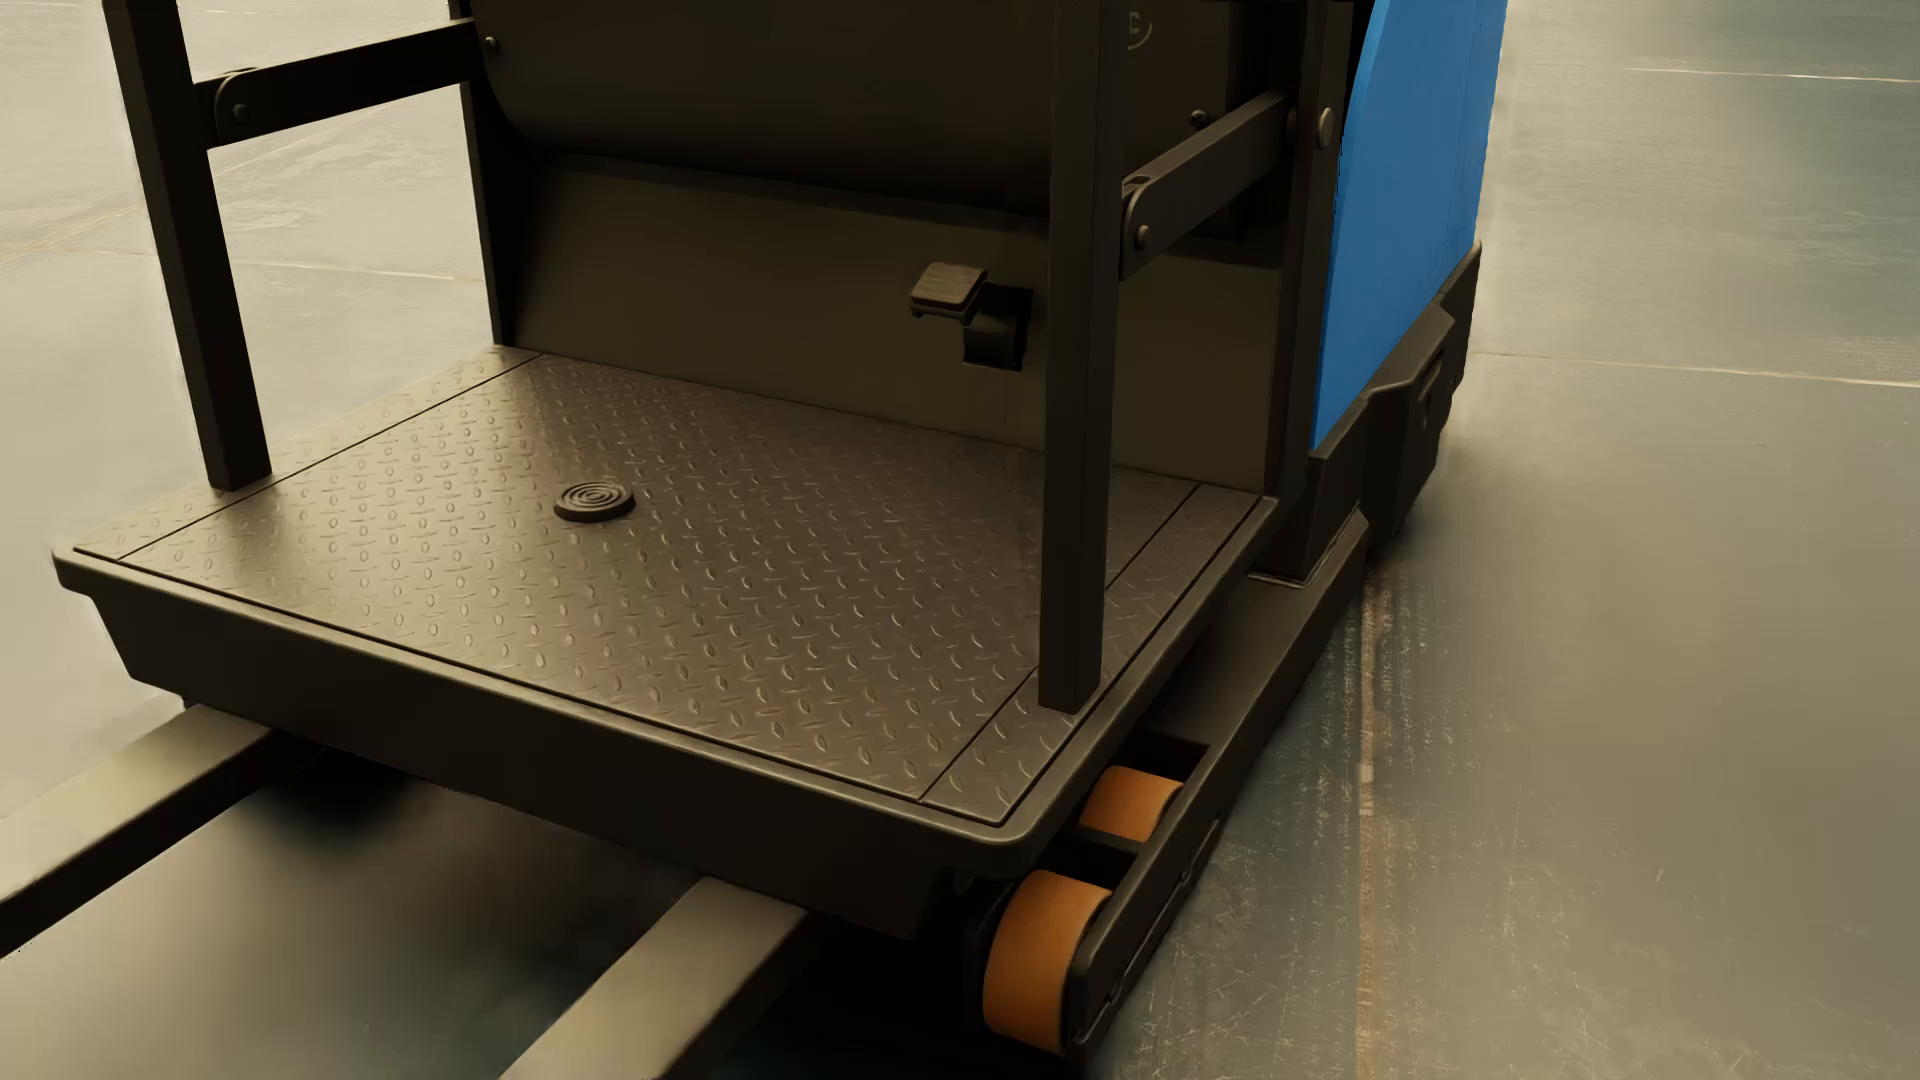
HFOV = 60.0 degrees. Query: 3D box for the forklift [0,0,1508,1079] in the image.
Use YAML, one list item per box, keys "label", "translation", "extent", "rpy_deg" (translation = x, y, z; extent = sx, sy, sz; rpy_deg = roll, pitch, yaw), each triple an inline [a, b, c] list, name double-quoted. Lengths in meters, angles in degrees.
- label: "forklift"
  translation: [-0.230, -1.059, 1.344]
  extent: [1.130, 2.935, 3.031]
  rpy_deg: [13, 29, 24]
